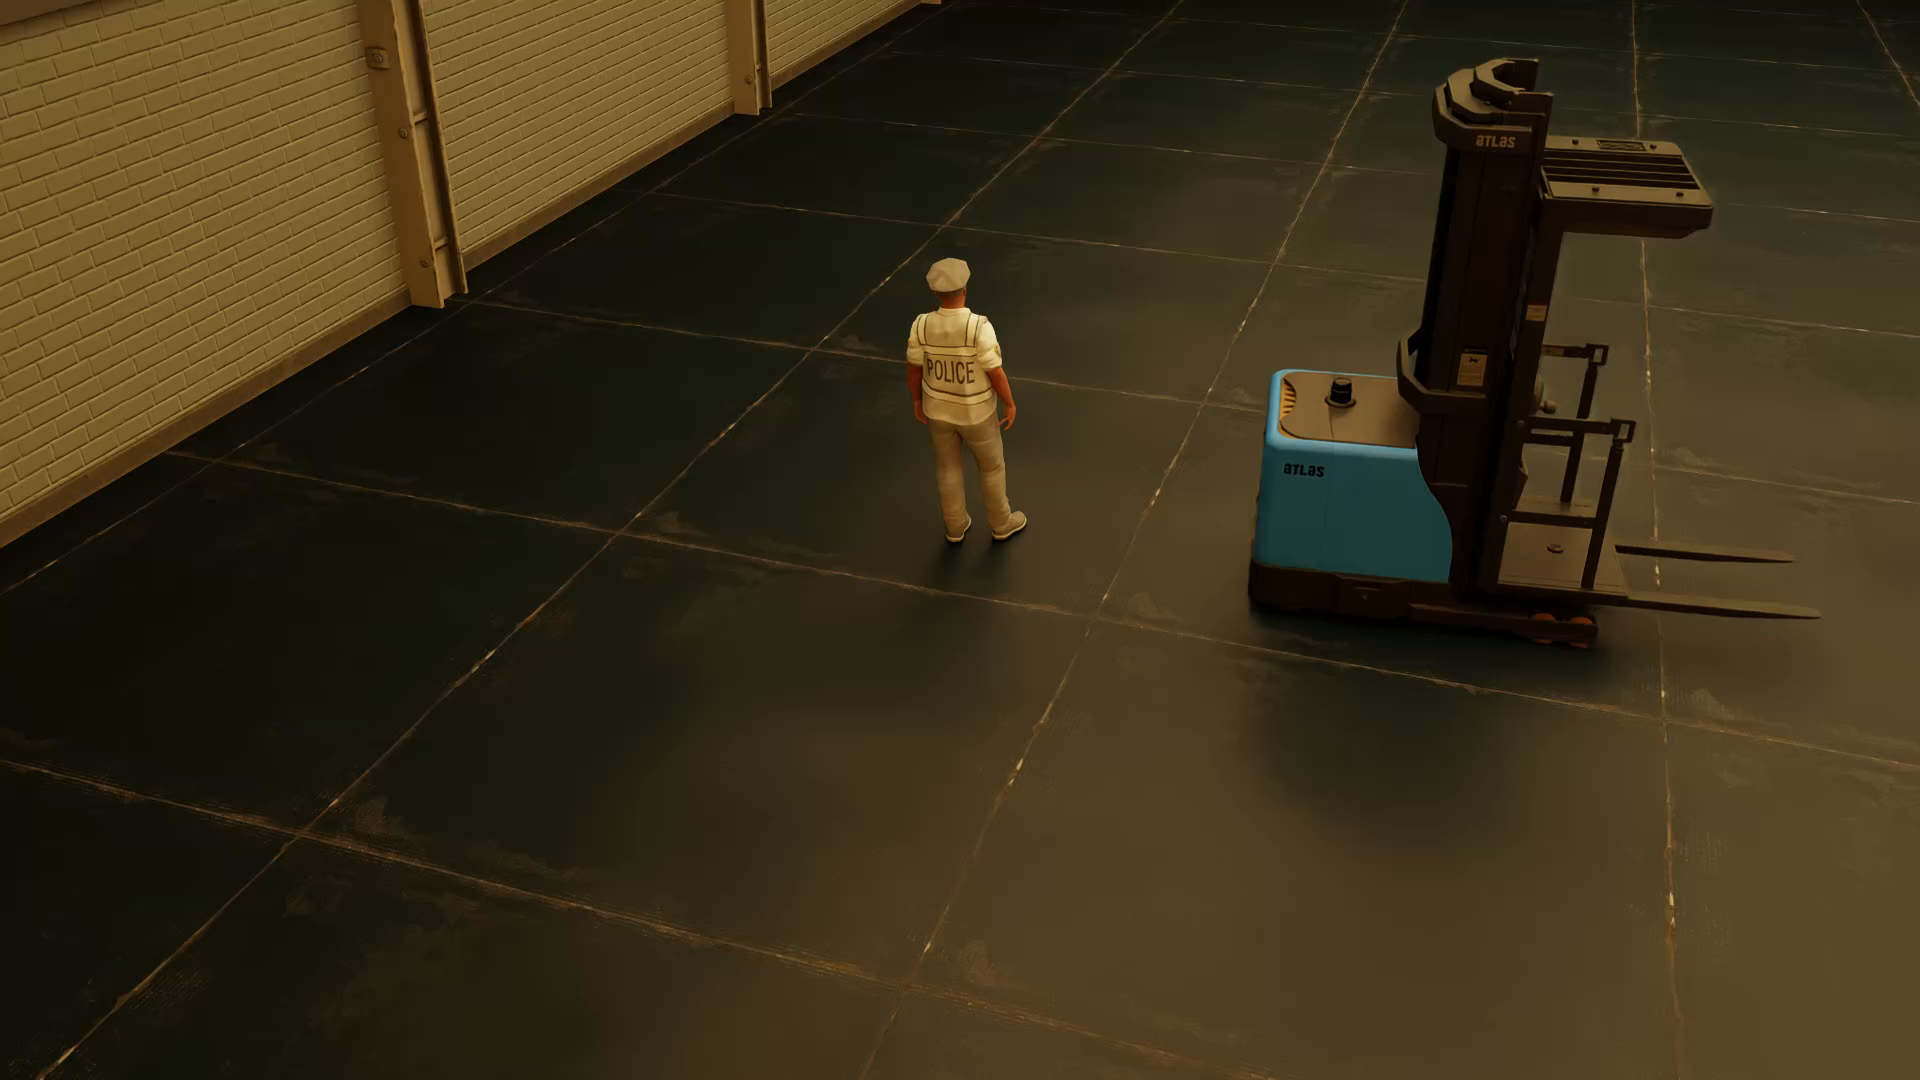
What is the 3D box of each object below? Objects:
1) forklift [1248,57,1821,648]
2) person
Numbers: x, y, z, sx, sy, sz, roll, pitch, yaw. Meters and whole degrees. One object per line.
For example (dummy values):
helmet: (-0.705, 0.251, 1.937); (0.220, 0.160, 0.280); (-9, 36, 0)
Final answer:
forklift: (3.200, -0.973, 8.844); (3.031, 2.935, 1.130); (6, 30, 10)
person: (0.036, -0.816, 9.712); (0.641, 1.780, 0.574); (10, 31, 16)
